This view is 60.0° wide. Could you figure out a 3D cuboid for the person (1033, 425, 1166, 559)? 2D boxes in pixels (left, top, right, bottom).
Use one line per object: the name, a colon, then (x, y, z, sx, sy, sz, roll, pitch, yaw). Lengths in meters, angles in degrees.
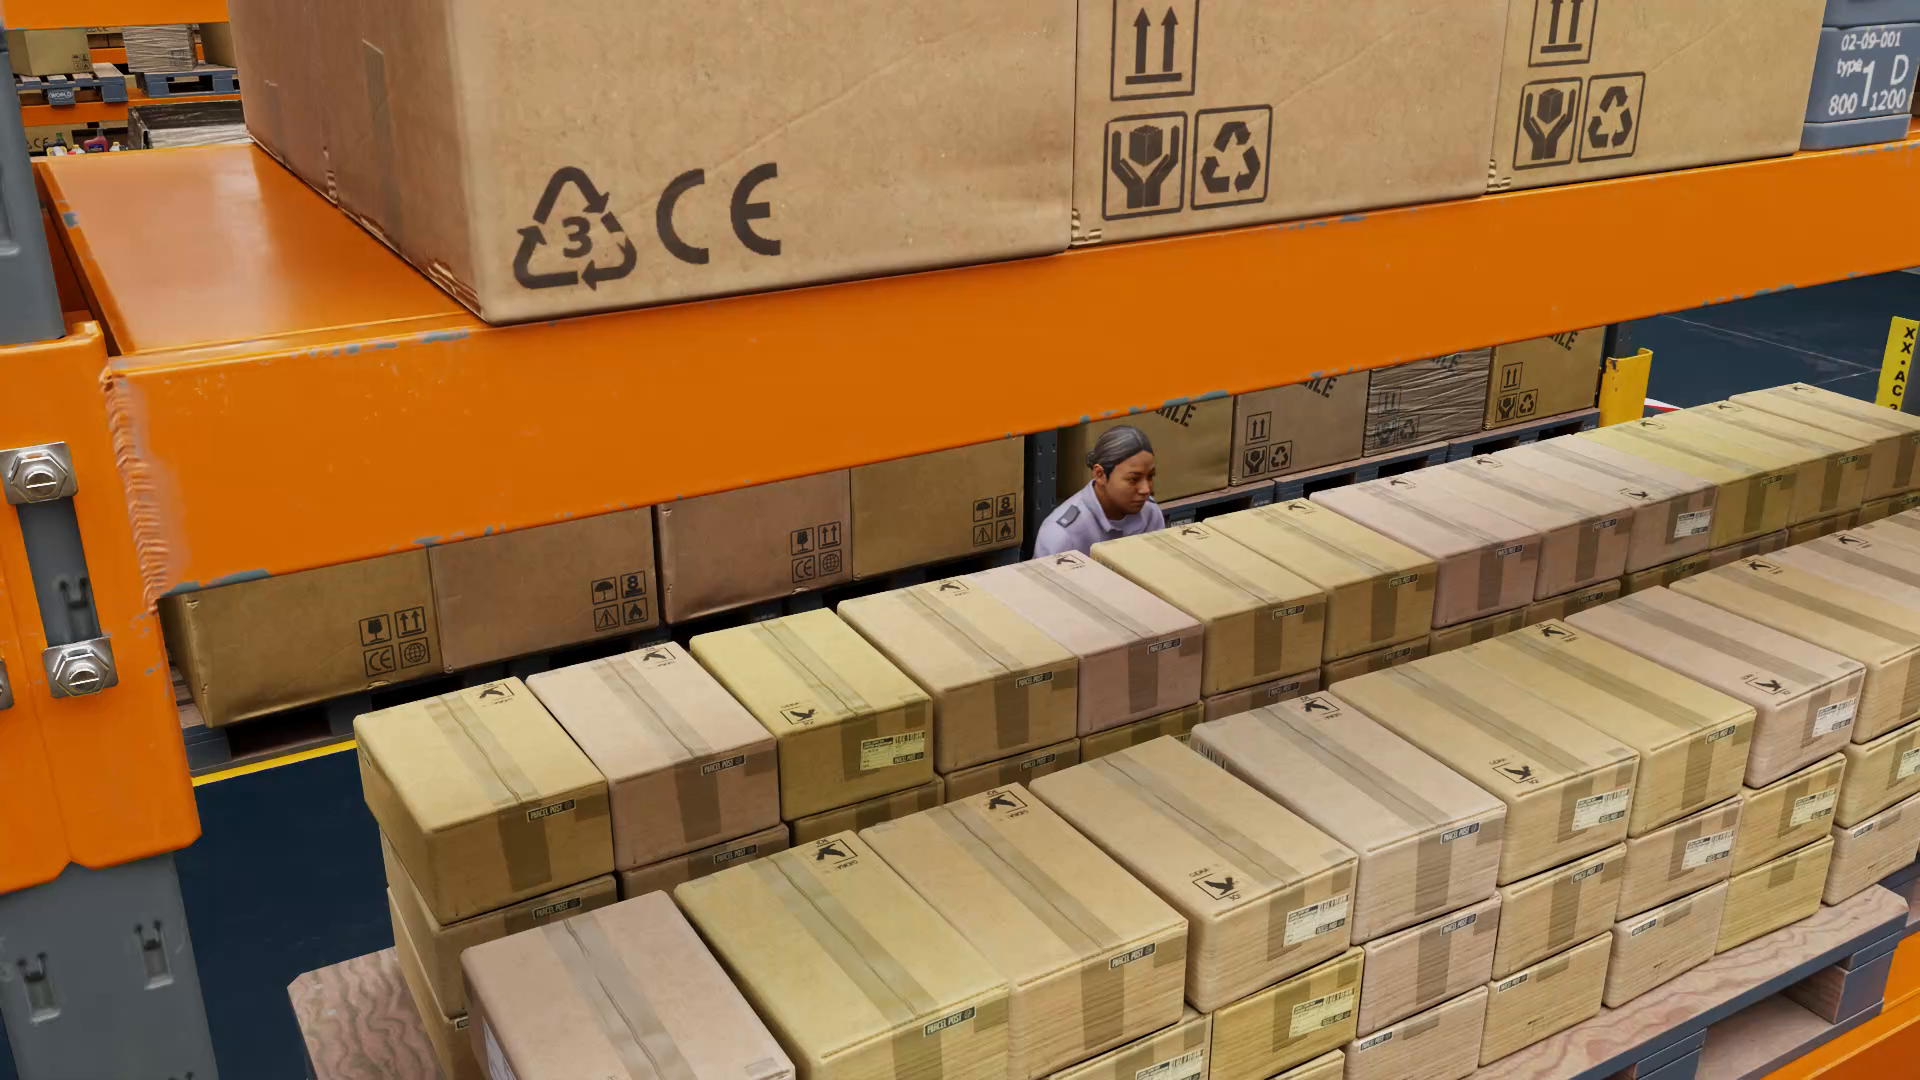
person: (0.398, 0.430, 5.028, 0.563, 1.651, 0.375, -14, 26, -31)
